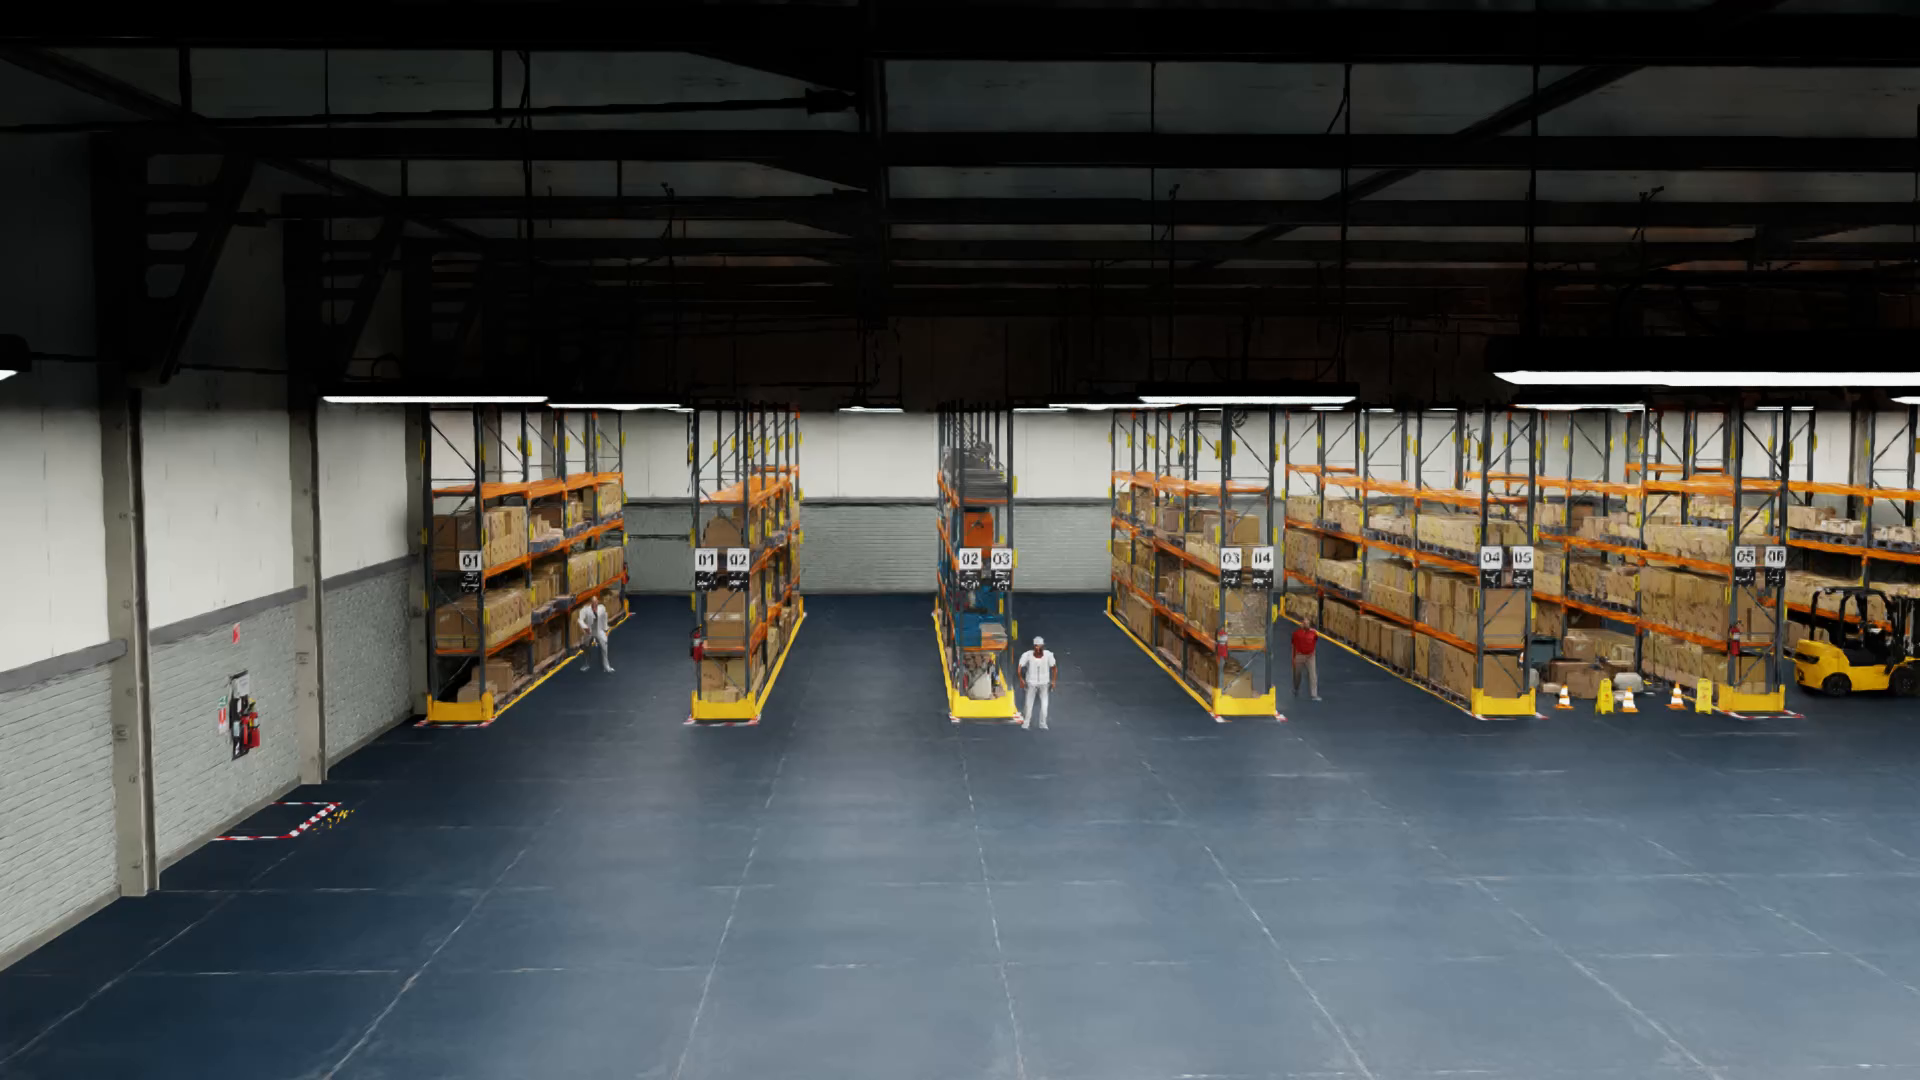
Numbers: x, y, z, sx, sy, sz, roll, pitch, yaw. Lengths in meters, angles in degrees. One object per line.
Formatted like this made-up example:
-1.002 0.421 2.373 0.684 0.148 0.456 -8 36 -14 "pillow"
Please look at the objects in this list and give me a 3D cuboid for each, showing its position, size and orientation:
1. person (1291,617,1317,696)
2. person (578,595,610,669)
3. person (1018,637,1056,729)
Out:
6.906 2.315 33.449 0.542 1.586 0.924 0 4 0 "person"
-8.116 2.023 36.828 0.696 1.640 0.885 -1 5 -19 "person"
1.403 2.587 30.126 0.690 1.714 0.561 0 4 -3 "person"
